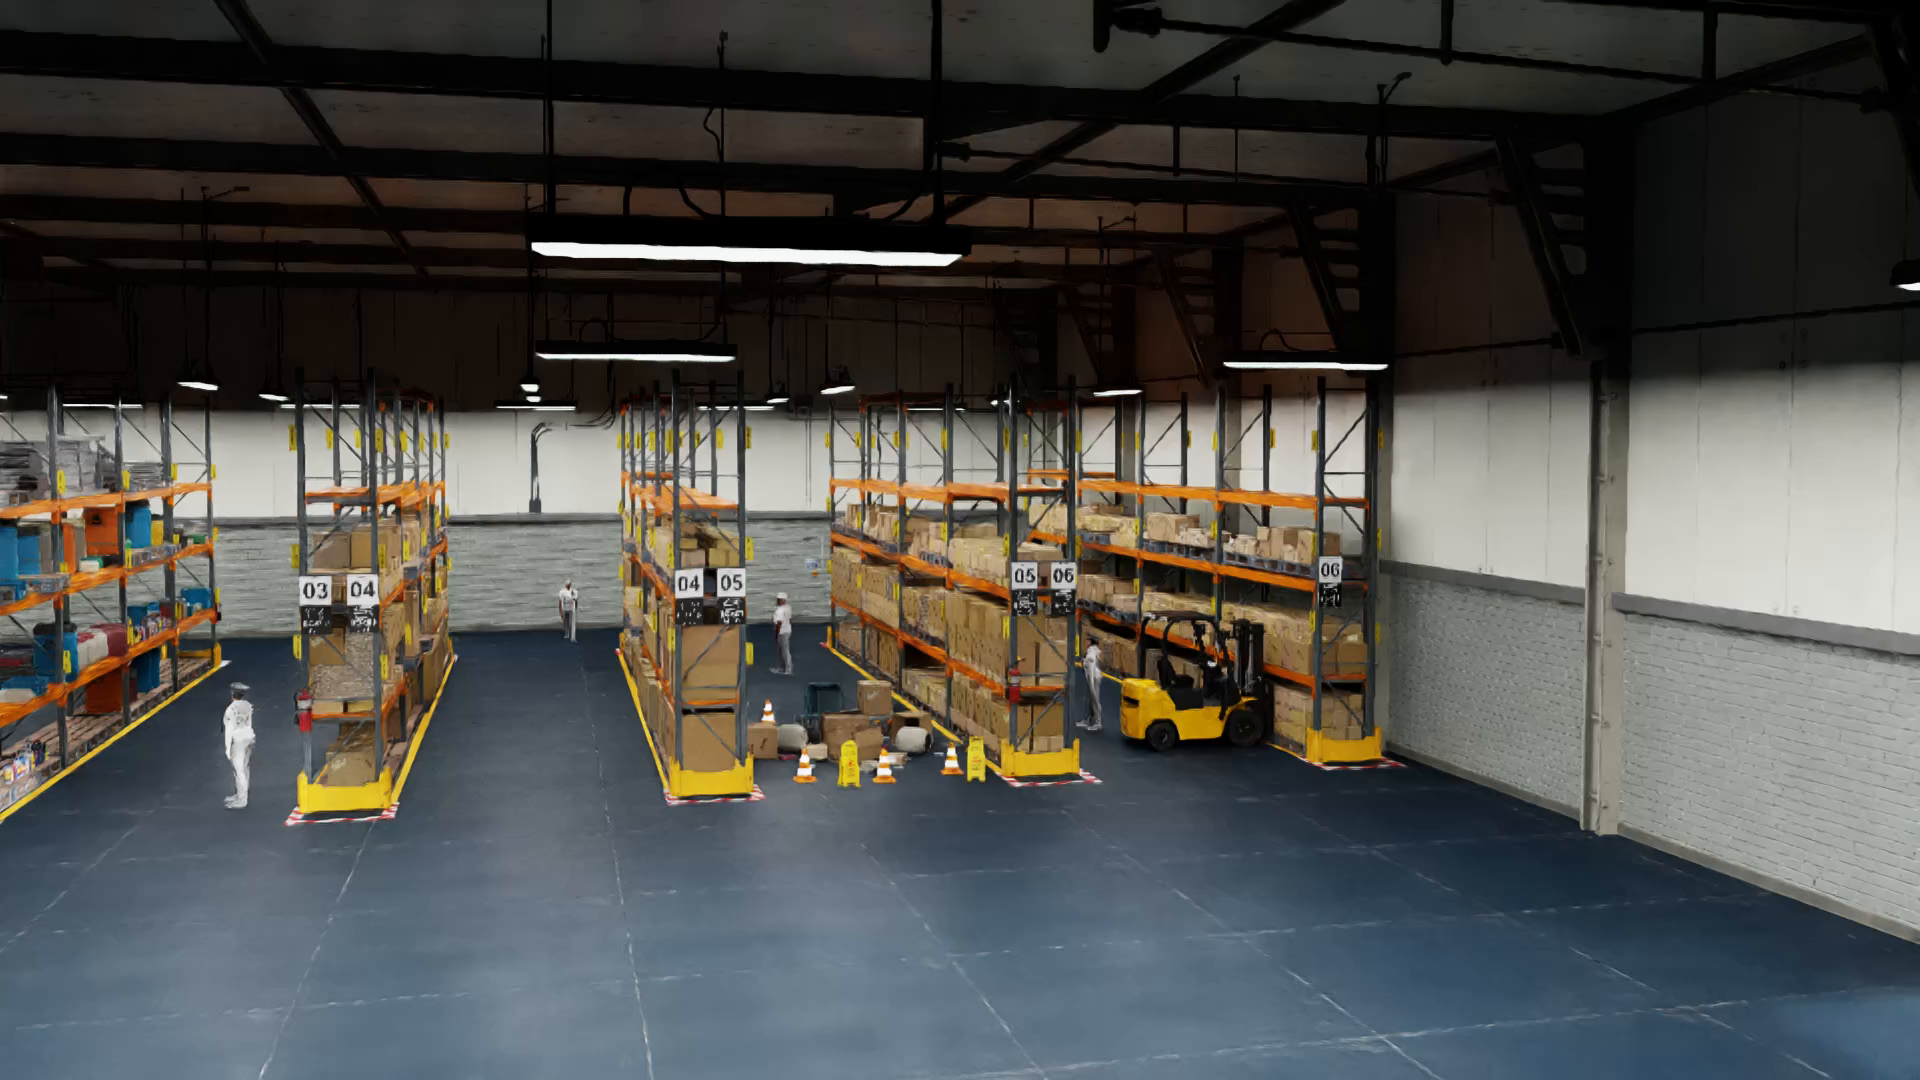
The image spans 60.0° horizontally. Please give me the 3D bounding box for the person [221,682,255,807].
[{"bbox_3d":[-9.922,2.794,22.789,0.463,1.677,0.524,1,4,16],"label":"person"}]

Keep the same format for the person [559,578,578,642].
[{"bbox_3d":[-9.731,1.725,41.338,0.456,1.589,1.088,-1,3,-12],"label":"person"}]

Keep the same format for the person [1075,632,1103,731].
[{"bbox_3d":[2.243,2.438,28.835,0.505,1.676,0.567,1,3,11],"label":"person"}]

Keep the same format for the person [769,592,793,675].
[{"bbox_3d":[-3.824,1.987,35.553,0.577,1.763,0.682,1,3,9],"label":"person"}]
